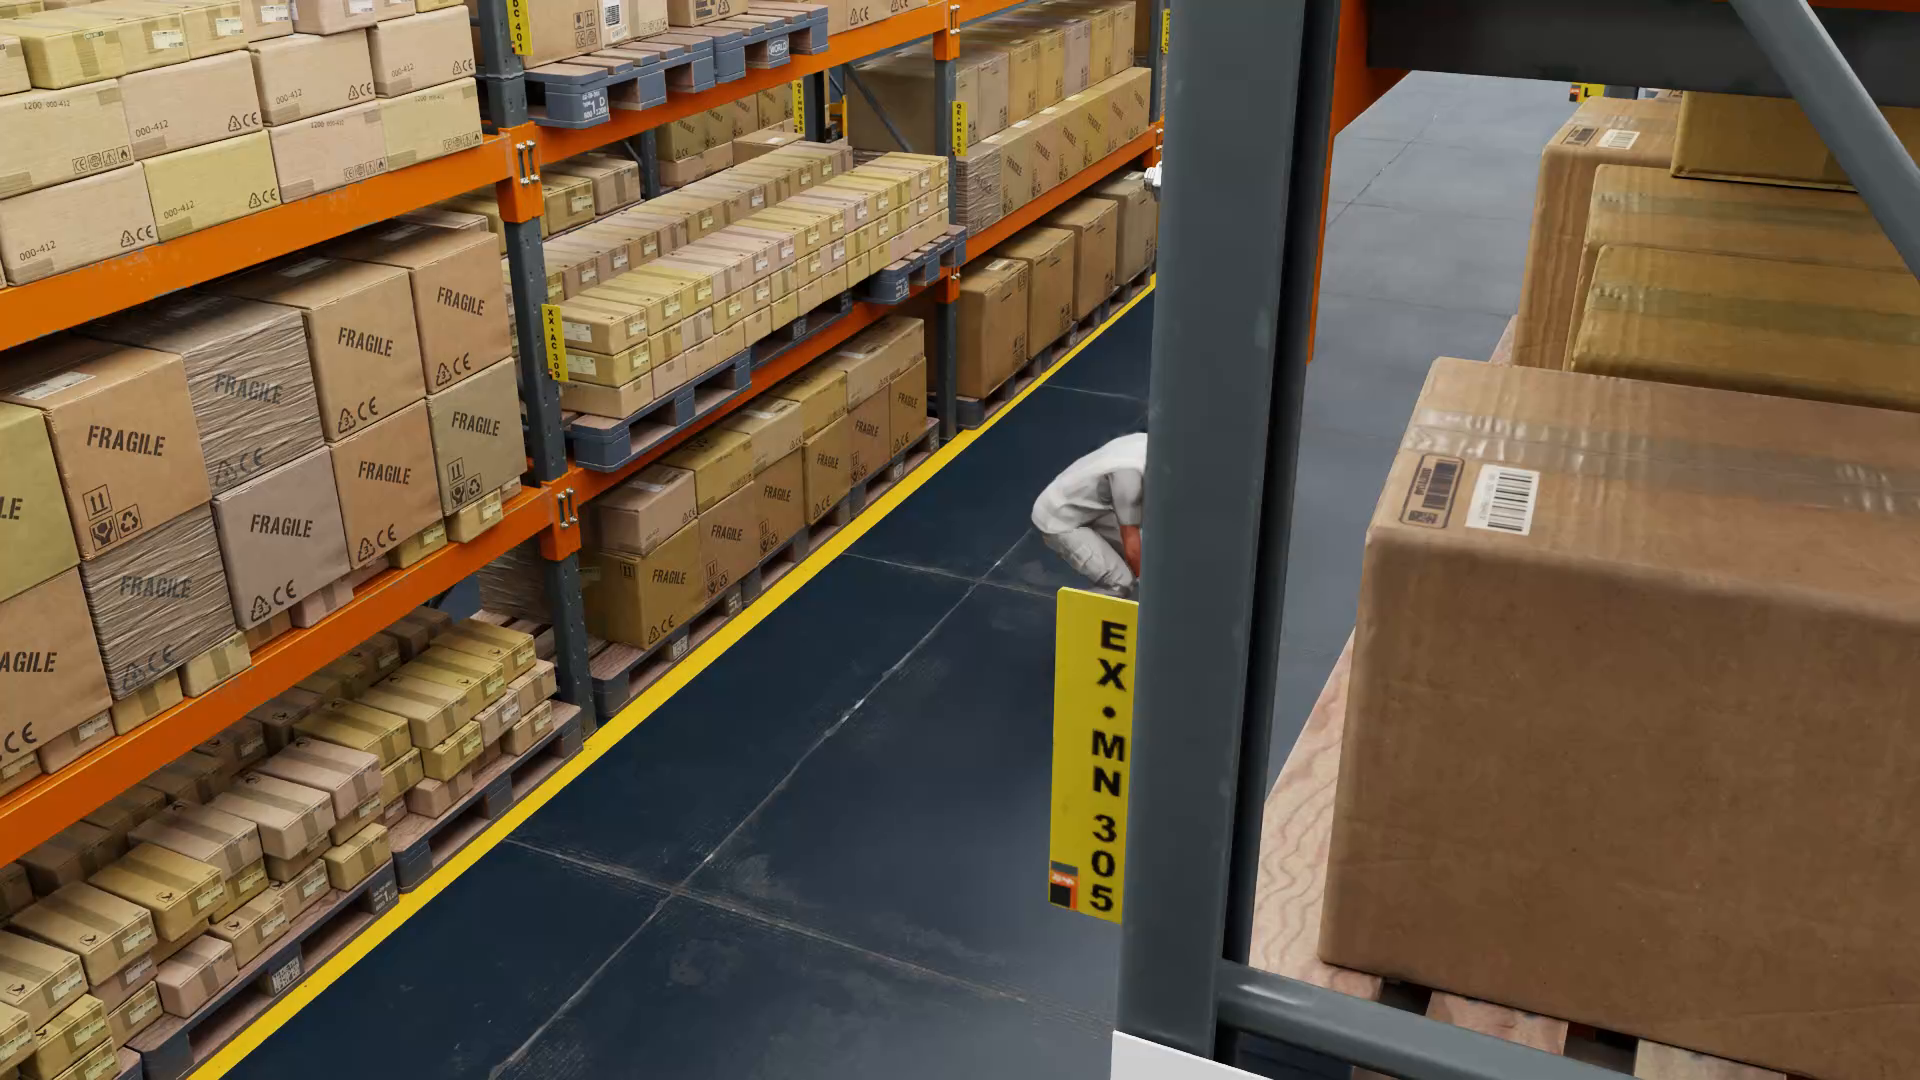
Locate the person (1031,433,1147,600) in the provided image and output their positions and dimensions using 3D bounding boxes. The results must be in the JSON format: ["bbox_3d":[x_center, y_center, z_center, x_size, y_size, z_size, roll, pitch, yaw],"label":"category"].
[{"bbox_3d":[0.793,-0.047,8.323,0.838,1.230,0.585,11,28,22],"label":"person"}]
